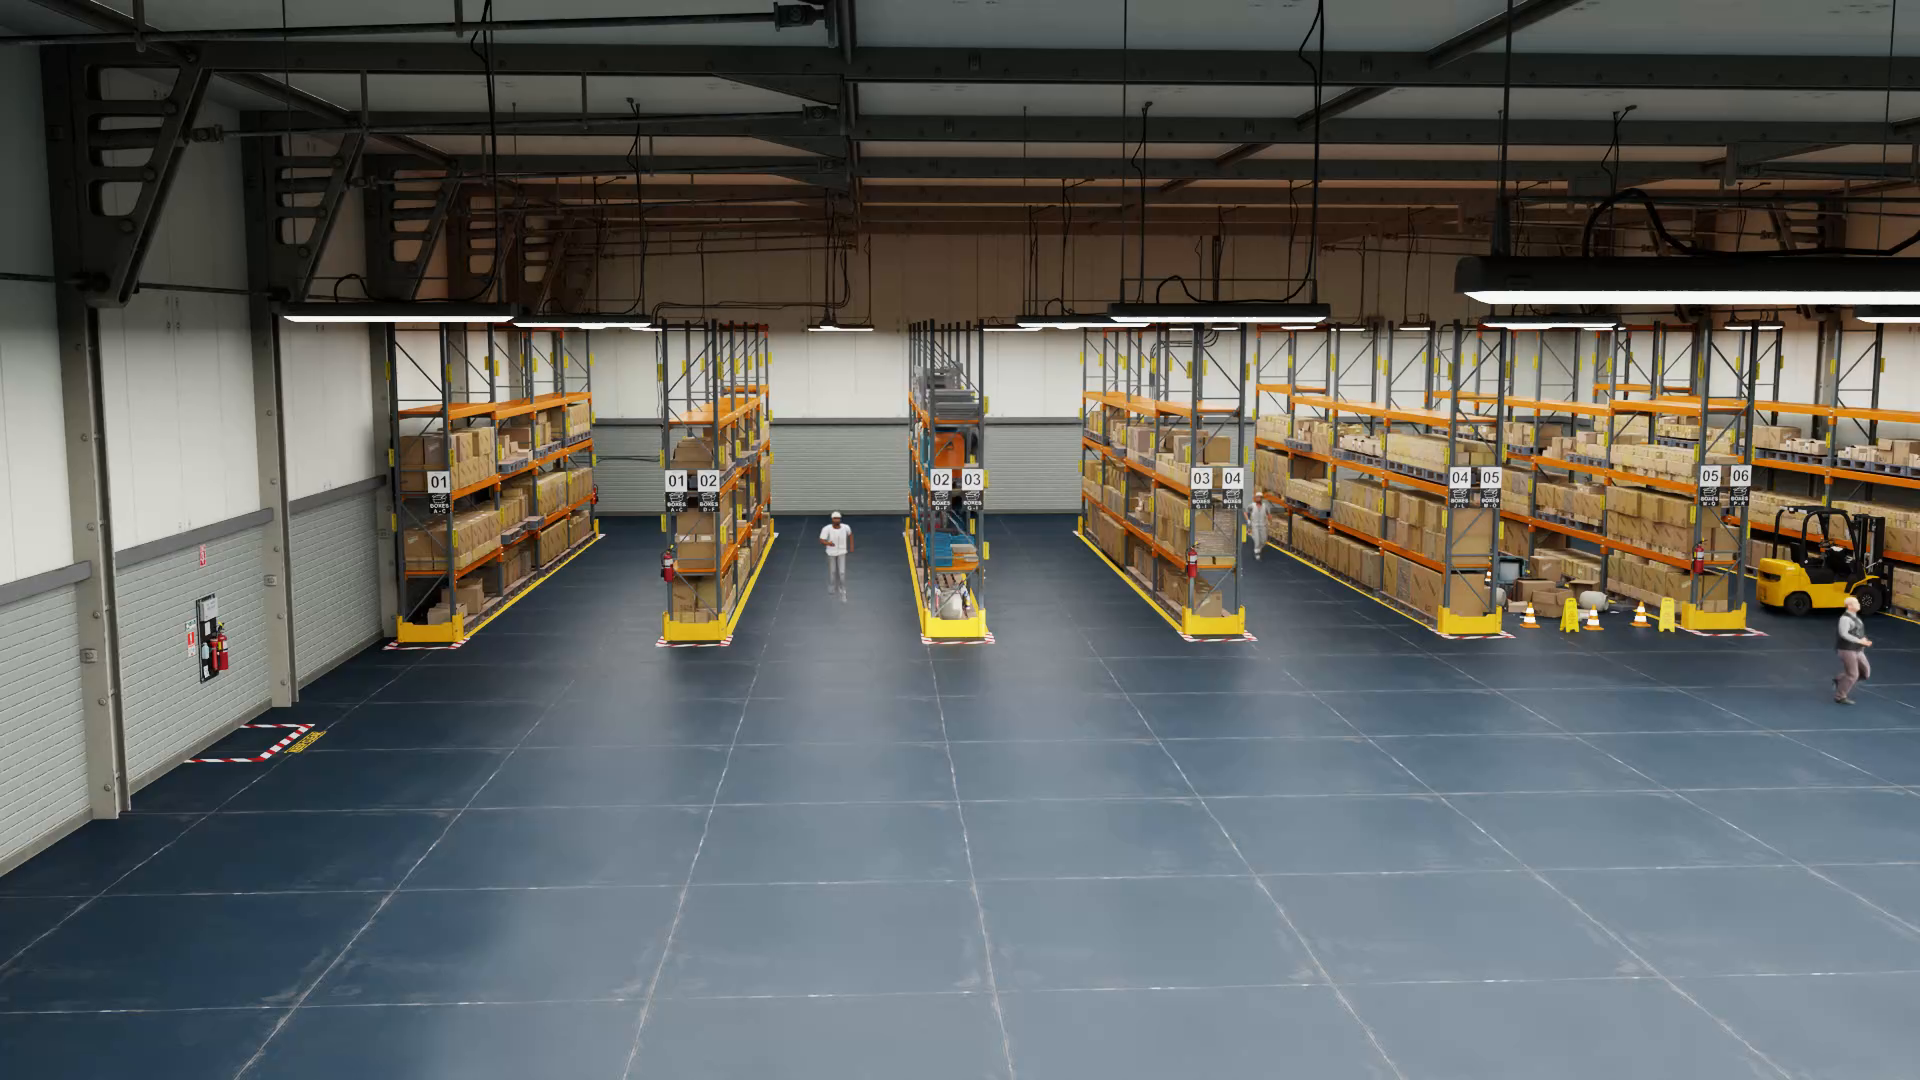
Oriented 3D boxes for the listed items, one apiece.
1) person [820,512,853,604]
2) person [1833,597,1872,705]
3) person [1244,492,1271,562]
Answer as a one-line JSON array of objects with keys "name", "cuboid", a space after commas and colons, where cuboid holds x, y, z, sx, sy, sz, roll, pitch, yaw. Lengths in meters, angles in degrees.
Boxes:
[{"name": "person", "cuboid": [-2.538, 0.348, 34.312, 0.724, 1.888, 0.736, -2, 7, -13]}, {"name": "person", "cuboid": [13.847, 1.715, 25.787, 0.571, 1.680, 0.655, 7, 10, 43]}, {"name": "person", "cuboid": [7.521, -0.341, 42.030, 0.681, 1.756, 0.705, 0, 7, 0]}]
